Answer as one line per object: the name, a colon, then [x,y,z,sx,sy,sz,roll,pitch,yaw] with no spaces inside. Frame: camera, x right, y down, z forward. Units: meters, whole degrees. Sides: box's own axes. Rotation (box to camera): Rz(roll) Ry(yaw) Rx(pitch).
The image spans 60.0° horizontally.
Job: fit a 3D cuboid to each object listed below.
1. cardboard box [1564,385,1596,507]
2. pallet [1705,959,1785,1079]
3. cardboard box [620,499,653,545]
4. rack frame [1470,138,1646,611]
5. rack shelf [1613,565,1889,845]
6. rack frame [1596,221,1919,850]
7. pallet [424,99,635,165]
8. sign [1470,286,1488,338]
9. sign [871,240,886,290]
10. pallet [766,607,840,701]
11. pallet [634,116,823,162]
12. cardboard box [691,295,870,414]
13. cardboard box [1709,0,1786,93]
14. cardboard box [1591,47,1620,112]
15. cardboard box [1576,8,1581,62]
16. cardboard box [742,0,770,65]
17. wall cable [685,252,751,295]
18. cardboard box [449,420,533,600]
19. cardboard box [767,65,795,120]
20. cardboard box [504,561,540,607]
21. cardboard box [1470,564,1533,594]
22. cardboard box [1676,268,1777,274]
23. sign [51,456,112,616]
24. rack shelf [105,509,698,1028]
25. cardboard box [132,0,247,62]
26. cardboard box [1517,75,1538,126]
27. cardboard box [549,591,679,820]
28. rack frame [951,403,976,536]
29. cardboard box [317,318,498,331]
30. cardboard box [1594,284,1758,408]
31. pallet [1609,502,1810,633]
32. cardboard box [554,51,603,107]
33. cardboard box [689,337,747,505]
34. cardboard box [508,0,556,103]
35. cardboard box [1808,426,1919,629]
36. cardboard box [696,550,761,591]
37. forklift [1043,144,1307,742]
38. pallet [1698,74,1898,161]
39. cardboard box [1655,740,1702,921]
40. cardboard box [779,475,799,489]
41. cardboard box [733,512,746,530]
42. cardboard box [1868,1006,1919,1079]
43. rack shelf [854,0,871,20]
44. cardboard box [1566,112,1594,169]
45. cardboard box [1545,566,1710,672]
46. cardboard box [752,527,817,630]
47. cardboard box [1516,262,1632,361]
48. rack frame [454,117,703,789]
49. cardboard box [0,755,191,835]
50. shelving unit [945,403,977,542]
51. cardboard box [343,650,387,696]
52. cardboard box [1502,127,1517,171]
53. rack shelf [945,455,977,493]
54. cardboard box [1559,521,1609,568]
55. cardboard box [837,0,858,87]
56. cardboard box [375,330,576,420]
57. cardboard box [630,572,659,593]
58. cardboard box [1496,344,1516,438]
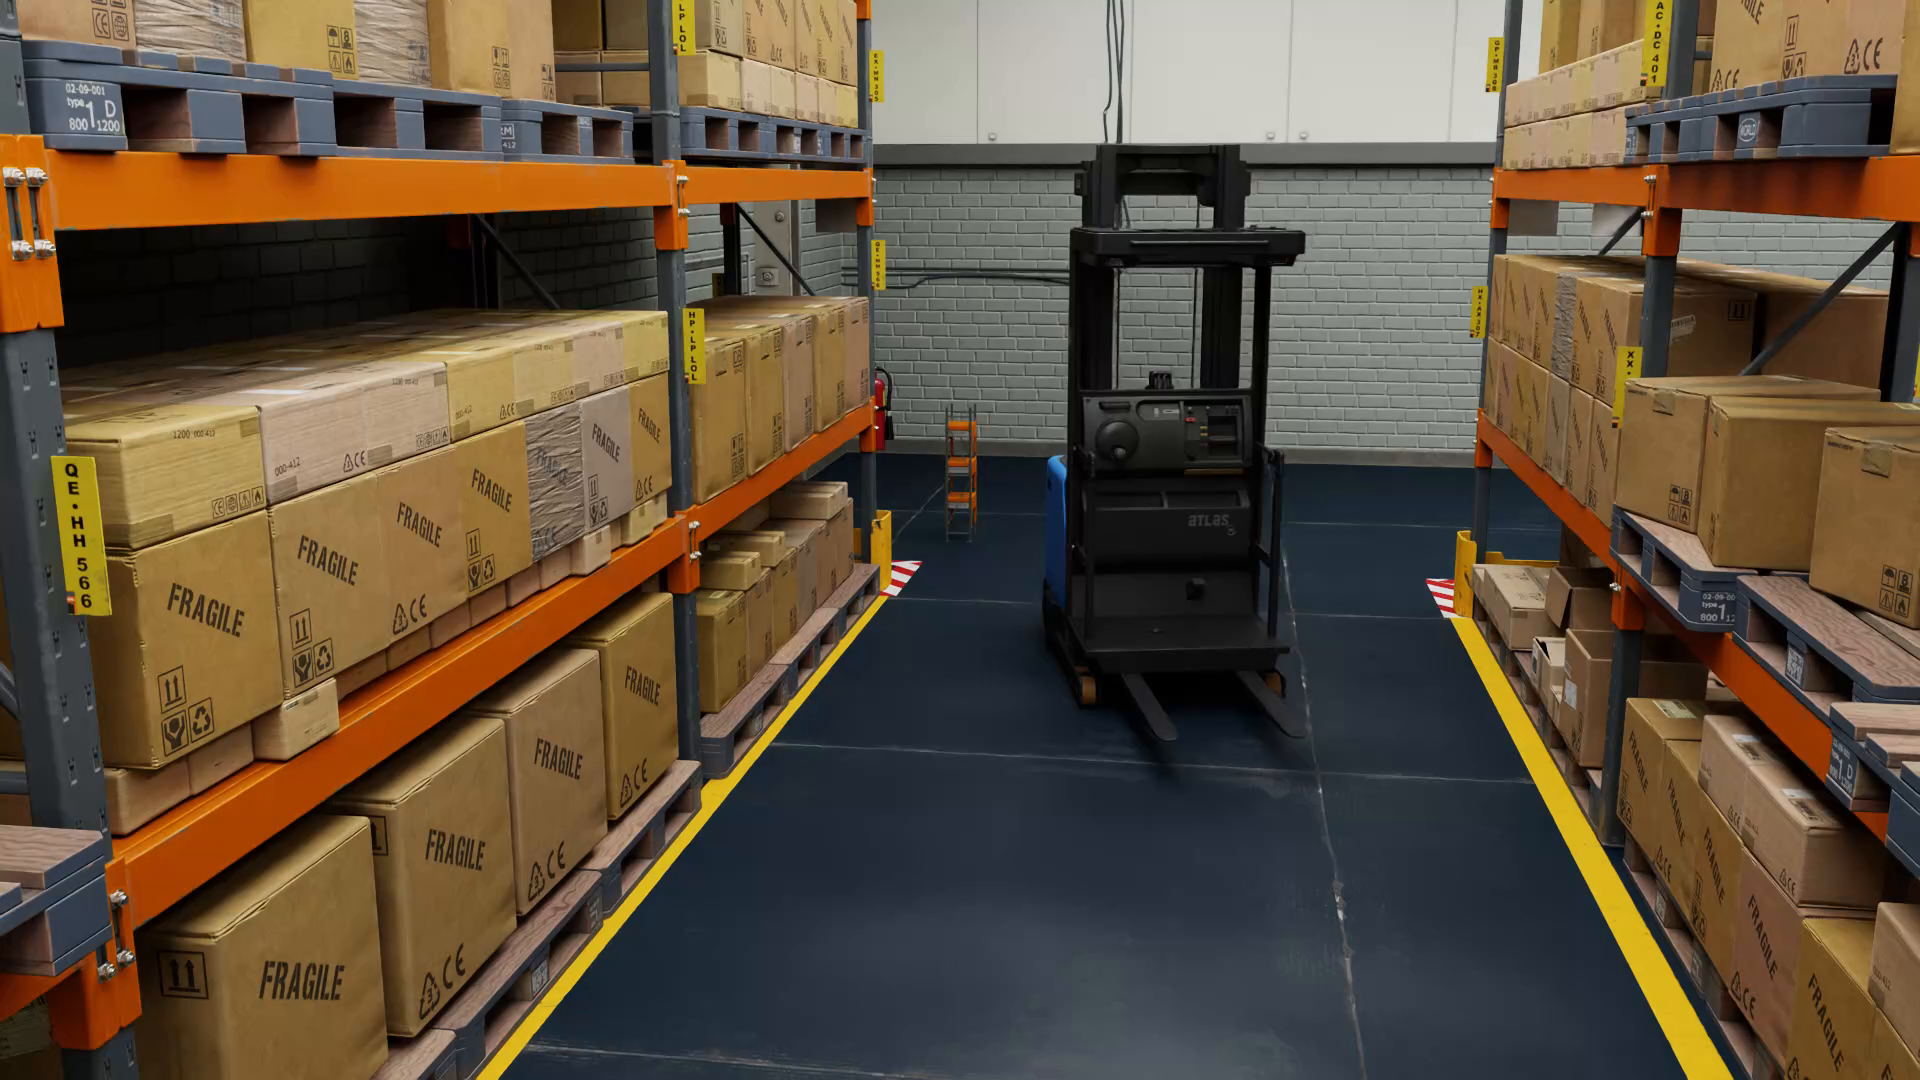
cardboard box: [3.104,-0.437,7.662,0.500,0.500,0.500,2,12,10]
pallet: [2.930,1.620,4.974,1.003,0.211,1.213,2,12,9]
cardboard box: [-1.480,-0.082,6.802,0.380,0.149,0.250,2,12,10]
rack frame: [3.818,-1.001,10.517,1.000,3.000,0.127,2,12,9]
rack shelf: [2.895,0.600,4.797,1.077,0.370,4.000,2,12,9]
rack frame: [3.203,-0.168,6.653,1.000,3.000,0.127,2,12,9]
pallet: [-1.785,-1.508,6.205,0.805,0.209,1.217,1,12,6]
sign: [3.282,-1.441,10.507,0.100,0.325,0.005,2,12,9]
sign: [-0.543,-1.822,11.016,0.100,0.325,0.005,2,12,9]
pallet: [-1.313,0.625,9.592,1.003,0.211,1.213,2,12,9]
pallet: [-1.366,-2.174,9.051,1.003,0.211,1.213,2,12,9]
cardboard box: [-1.146,-1.201,10.732,0.980,0.700,0.700,2,12,11]
cardboard box: [3.053,-1.835,5.796,0.600,0.600,0.600,1,12,3]
cardboard box: [3.090,-2.019,7.293,0.500,0.250,0.500,2,12,9]
cardboard box: [3.624,-2.688,8.617,0.700,0.500,0.500,2,12,9]
cardboard box: [-1.233,-2.588,8.104,0.500,0.500,0.500,2,12,7]
wall cable: [-1.815,-1.954,12.530,0.084,1.984,1.851,2,12,9]
cardboard box: [-1.740,-0.113,5.405,0.500,0.500,0.500,2,12,10]
cardboard box: [-1.162,-2.323,8.654,0.500,0.250,0.500,2,12,7]
cardboard box: [-1.703,0.128,5.829,0.380,0.149,0.250,2,12,7]
cardboard box: [3.414,0.254,10.418,0.380,0.149,0.250,2,12,9]
cardboard box: [3.790,-1.117,8.444,0.500,0.500,0.500,2,12,10]
sign: [-1.770,-0.007,3.344,0.100,0.325,0.005,2,12,9]
rack shelf: [-2.000,0.440,5.538,1.077,0.370,4.000,2,12,9]
cardboard box: [-2.260,-1.440,4.154,0.700,0.500,0.500,1,12,6]
cardboard box: [3.398,-2.436,9.225,0.500,0.250,0.500,2,12,9]
cardboard box: [-1.664,0.657,6.929,0.750,0.750,0.750,2,12,9]
rack frame: [0.027,-0.550,13.052,0.200,1.050,0.008,2,12,9]
cardboard box: [-2.094,-0.702,6.360,0.500,0.250,0.500,2,12,9]
cardboard box: [3.025,-0.819,7.064,0.500,0.500,0.500,2,12,9]
pallet: [2.972,0.089,5.918,1.003,0.211,1.213,2,12,9]
cardboard box: [-1.819,-2.125,7.735,0.500,0.250,0.500,2,12,9]
cardboard box: [-1.593,-0.587,7.884,0.980,0.700,0.700,2,12,10]
cardboard box: [-1.936,-1.878,6.188,0.700,0.500,0.500,1,12,6]
cardboard box: [2.992,-0.052,4.882,0.700,0.500,0.500,-1,12,-6]
cardboard box: [-1.243,0.154,8.555,0.380,0.149,0.250,2,12,11]
forklift: [1.155,-0.616,8.893,1.130,2.935,3.031,-1,12,-4]
pallet: [2.877,-1.193,4.735,1.213,0.211,1.003,2,12,9]
cardboard box: [2.817,1.043,5.922,0.500,0.500,0.500,2,12,9]
cardboard box: [-1.264,-0.344,10.868,0.380,0.149,0.250,2,12,9]
cardboard box: [-1.458,-0.080,9.643,0.380,0.149,0.250,2,12,9]
cardboard box: [2.500,1.469,3.945,0.500,0.500,0.500,2,12,11]
rack shelf: [-1.385,-3.130,8.812,1.077,0.370,4.000,2,12,9]
cardboard box: [3.171,-1.879,7.828,0.500,0.250,0.500,2,12,9]
cardboard box: [3.487,0.446,8.685,0.797,0.503,0.637,2,12,9]
cardboard box: [-1.240,0.214,9.816,0.700,0.500,0.500,1,12,7]
cardboard box: [3.335,-1.241,9.023,0.500,0.500,0.500,2,12,9]
rack frame: [-1.692,-0.328,7.394,1.000,3.000,0.127,2,12,9]
cardboard box: [-2.028,0.557,3.838,0.380,0.149,0.250,2,12,8]
shelving unit: [0.008,-0.524,12.934,0.215,1.050,0.252,2,12,9]
cardboard box: [-1.908,0.342,4.838,0.380,0.149,0.250,2,12,10]
cardboard box: [3.488,-2.295,9.758,0.500,0.250,0.500,2,12,9]
rack shelf: [0.008,-0.514,12.937,0.215,0.259,0.240,2,12,9]
cardboard box: [3.978,0.127,10.171,0.500,0.500,0.500,2,12,9]
cardboard box: [-0.920,-3.013,10.076,0.500,0.500,0.500,2,12,8]
cardboard box: [-1.678,-0.581,5.796,0.500,0.250,0.500,2,12,10]
cardboard box: [-1.695,0.243,8.142,0.380,0.149,0.250,2,12,8]
cardboard box: [3.415,-0.858,9.618,0.500,0.500,0.500,2,12,8]
